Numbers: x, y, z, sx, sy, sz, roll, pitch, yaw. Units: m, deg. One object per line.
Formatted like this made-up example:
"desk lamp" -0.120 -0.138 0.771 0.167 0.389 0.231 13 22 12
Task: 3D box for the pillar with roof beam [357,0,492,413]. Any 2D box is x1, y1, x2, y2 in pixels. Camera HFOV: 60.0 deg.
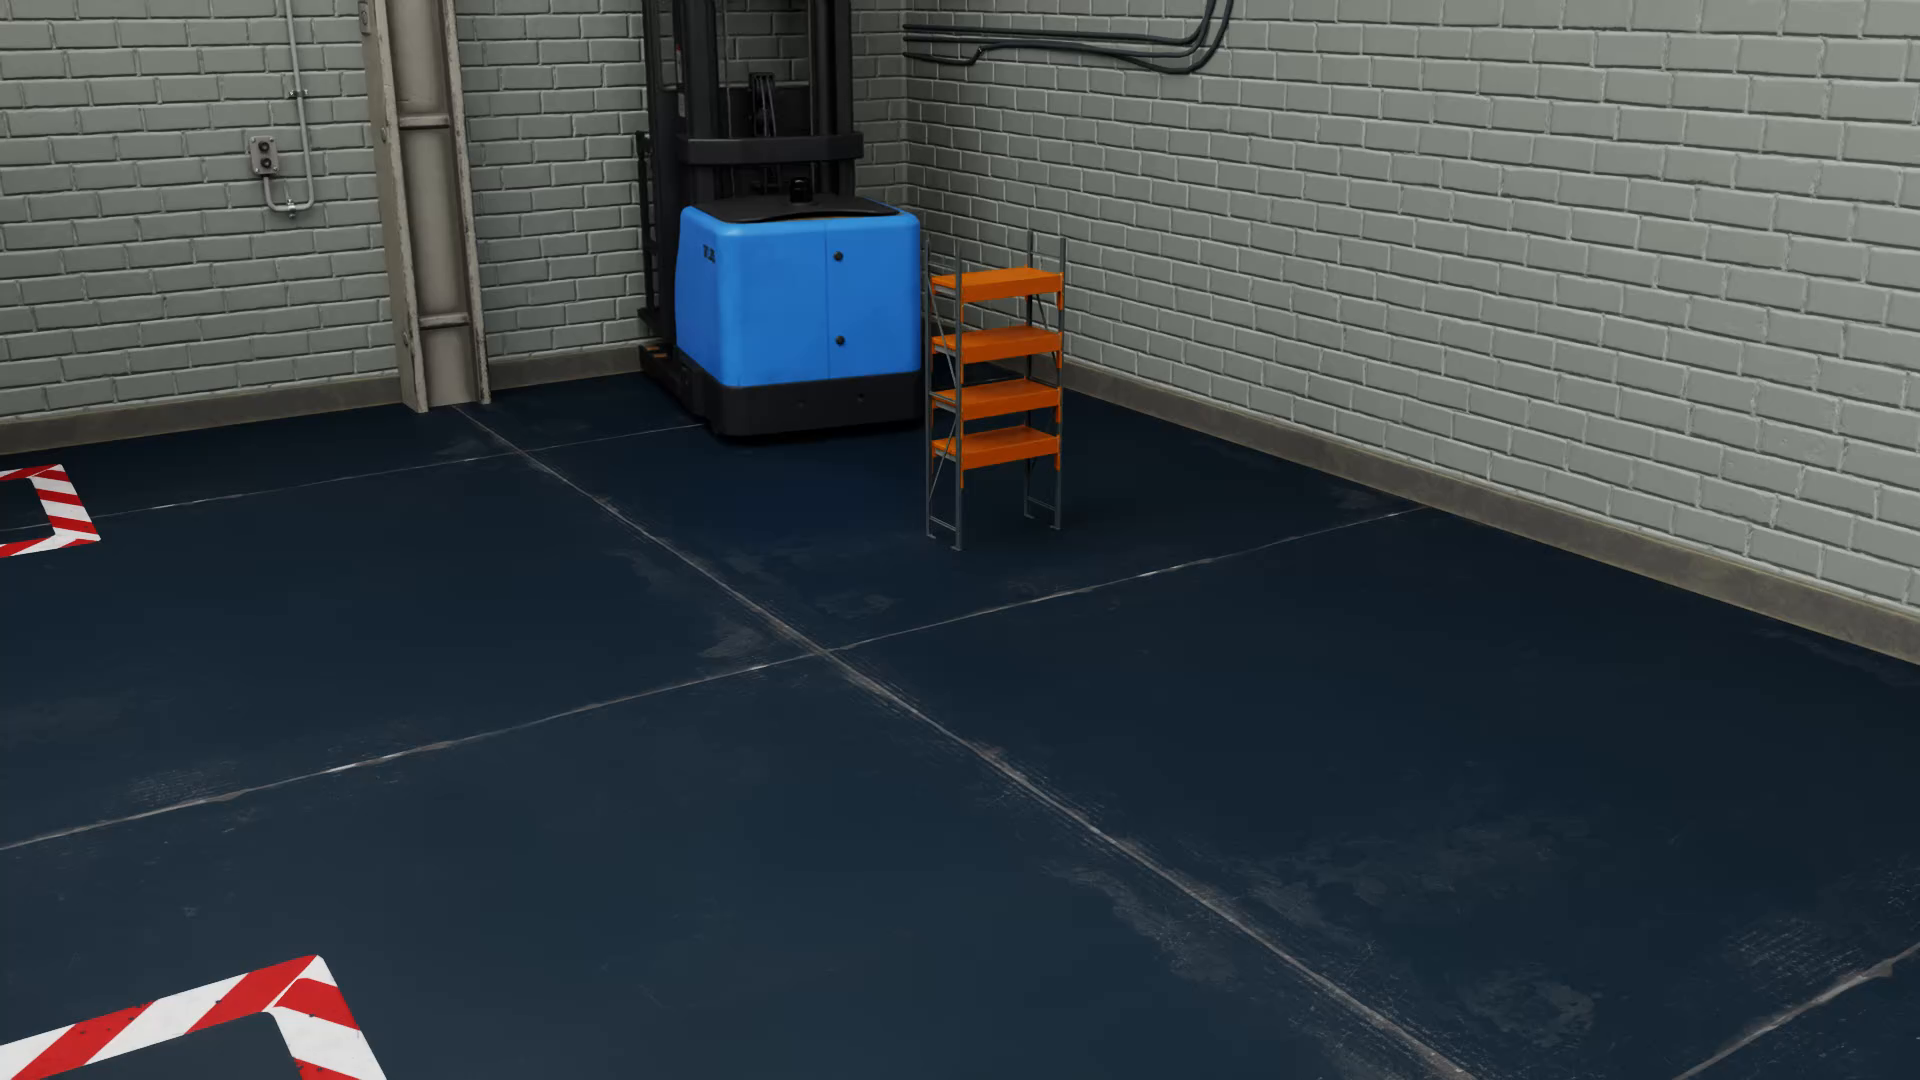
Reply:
"pillar with roof beam" -0.392 -3.853 4.092 0.400 9.000 9.100 -12 22 -31

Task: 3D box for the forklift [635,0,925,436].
"forklift" -1.197 -2.321 9.033 1.130 2.935 3.031 -7 20 -21

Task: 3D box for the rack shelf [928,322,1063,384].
"rack shelf" 0.138 -0.746 6.589 0.480 0.148 0.258 -12 22 -31

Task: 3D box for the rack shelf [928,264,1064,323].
"rack shelf" 0.138 -0.970 6.513 0.480 0.148 0.258 -12 22 -31

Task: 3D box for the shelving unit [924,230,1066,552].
"shelving unit" 0.138 -0.598 6.639 0.503 1.200 0.258 -12 22 -31

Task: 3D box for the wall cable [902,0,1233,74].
"wall cable" 0.381 -3.728 8.568 0.112 2.526 3.097 -12 22 -31

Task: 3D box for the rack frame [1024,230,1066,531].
"rack frame" 0.342 -0.641 6.766 0.015 1.200 0.240 -12 22 -31

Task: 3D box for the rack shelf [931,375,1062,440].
"rack shelf" 0.138 -0.534 6.660 0.480 0.148 0.258 -12 22 -31

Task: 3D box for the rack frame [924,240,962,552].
"rack frame" -0.066 -0.555 6.512 0.015 1.200 0.240 -12 22 -31

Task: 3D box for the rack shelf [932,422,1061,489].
"rack shelf" 0.138 -0.346 6.724 0.480 0.148 0.258 -12 22 -31

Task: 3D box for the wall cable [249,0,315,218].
"wall cable" -3.990 -2.416 7.621 1.851 1.984 0.084 -12 22 -31
